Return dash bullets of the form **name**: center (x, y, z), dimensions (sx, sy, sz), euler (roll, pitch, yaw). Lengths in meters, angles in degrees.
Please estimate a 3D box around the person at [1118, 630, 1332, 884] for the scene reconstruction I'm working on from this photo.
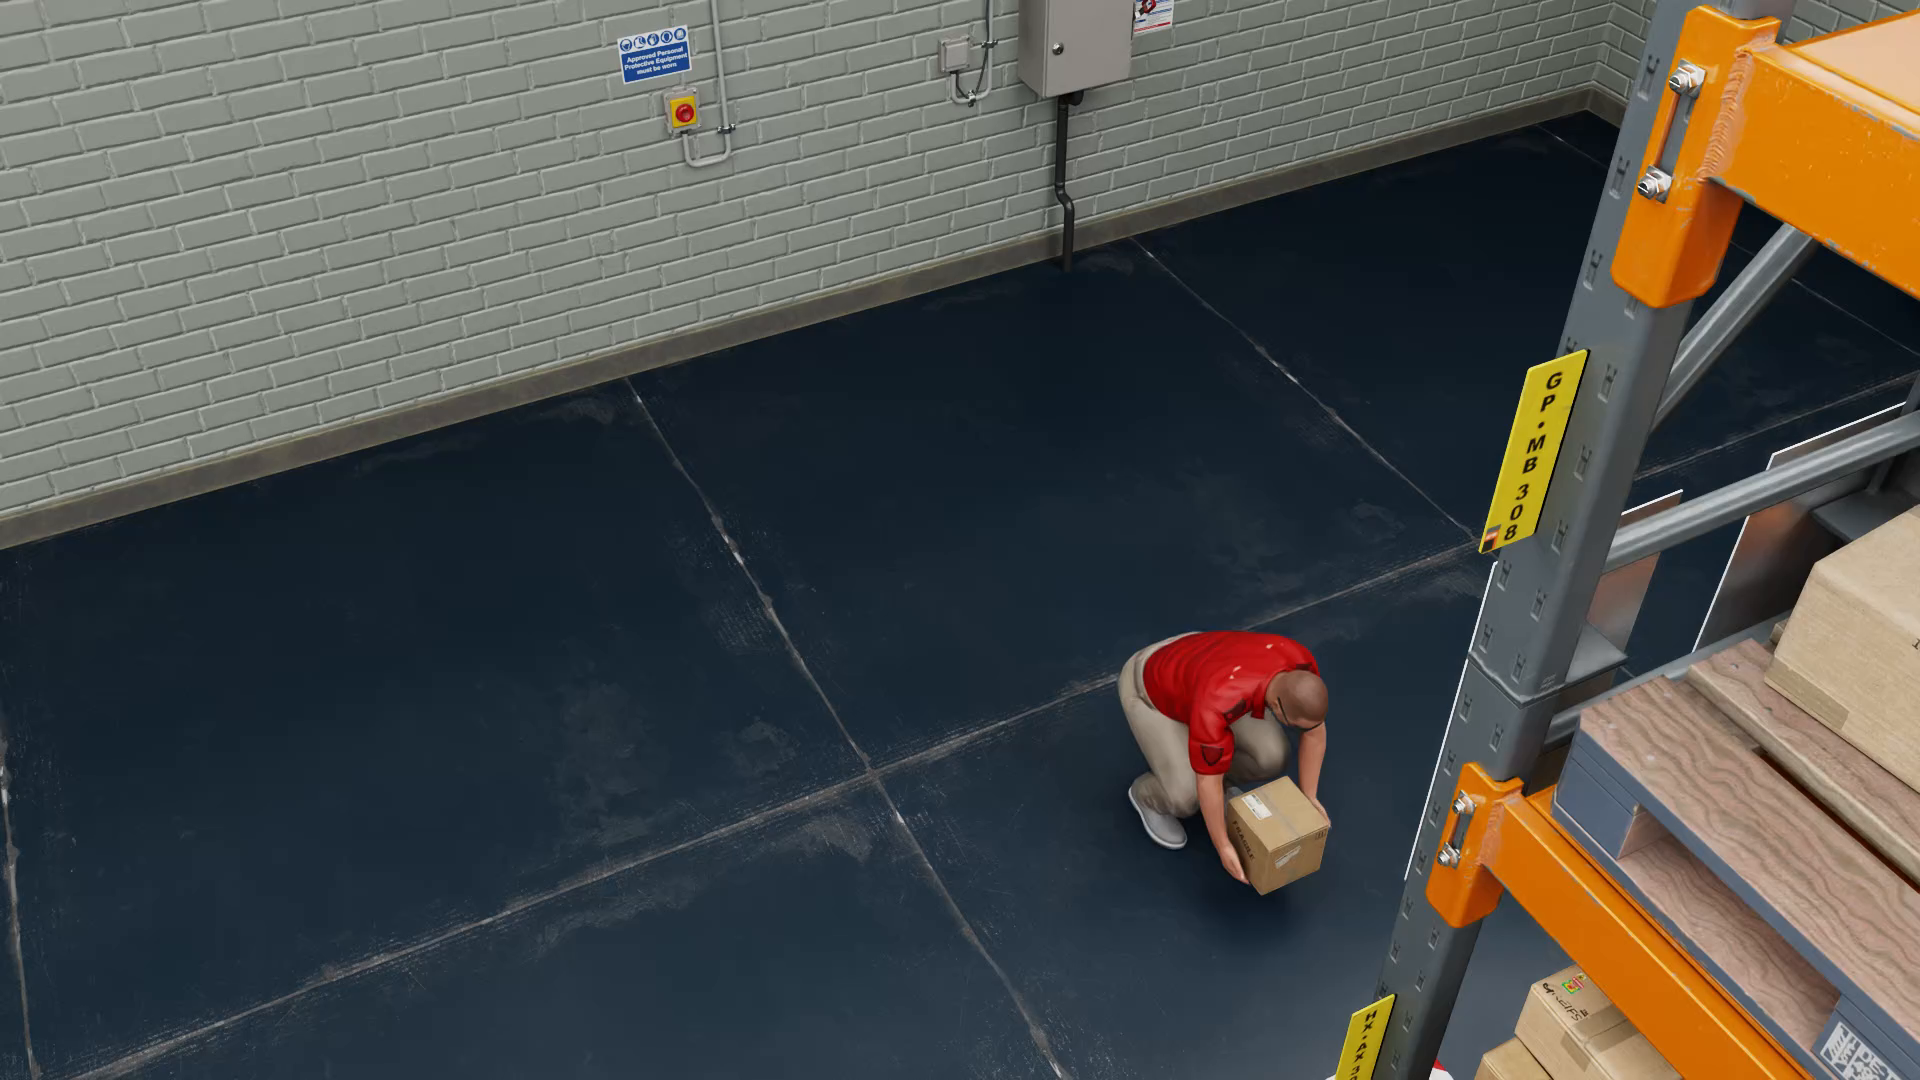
- **person**: center (0.950, 0.673, 5.921), dimensions (0.573, 1.046, 0.856), euler (-19, 44, -20)
